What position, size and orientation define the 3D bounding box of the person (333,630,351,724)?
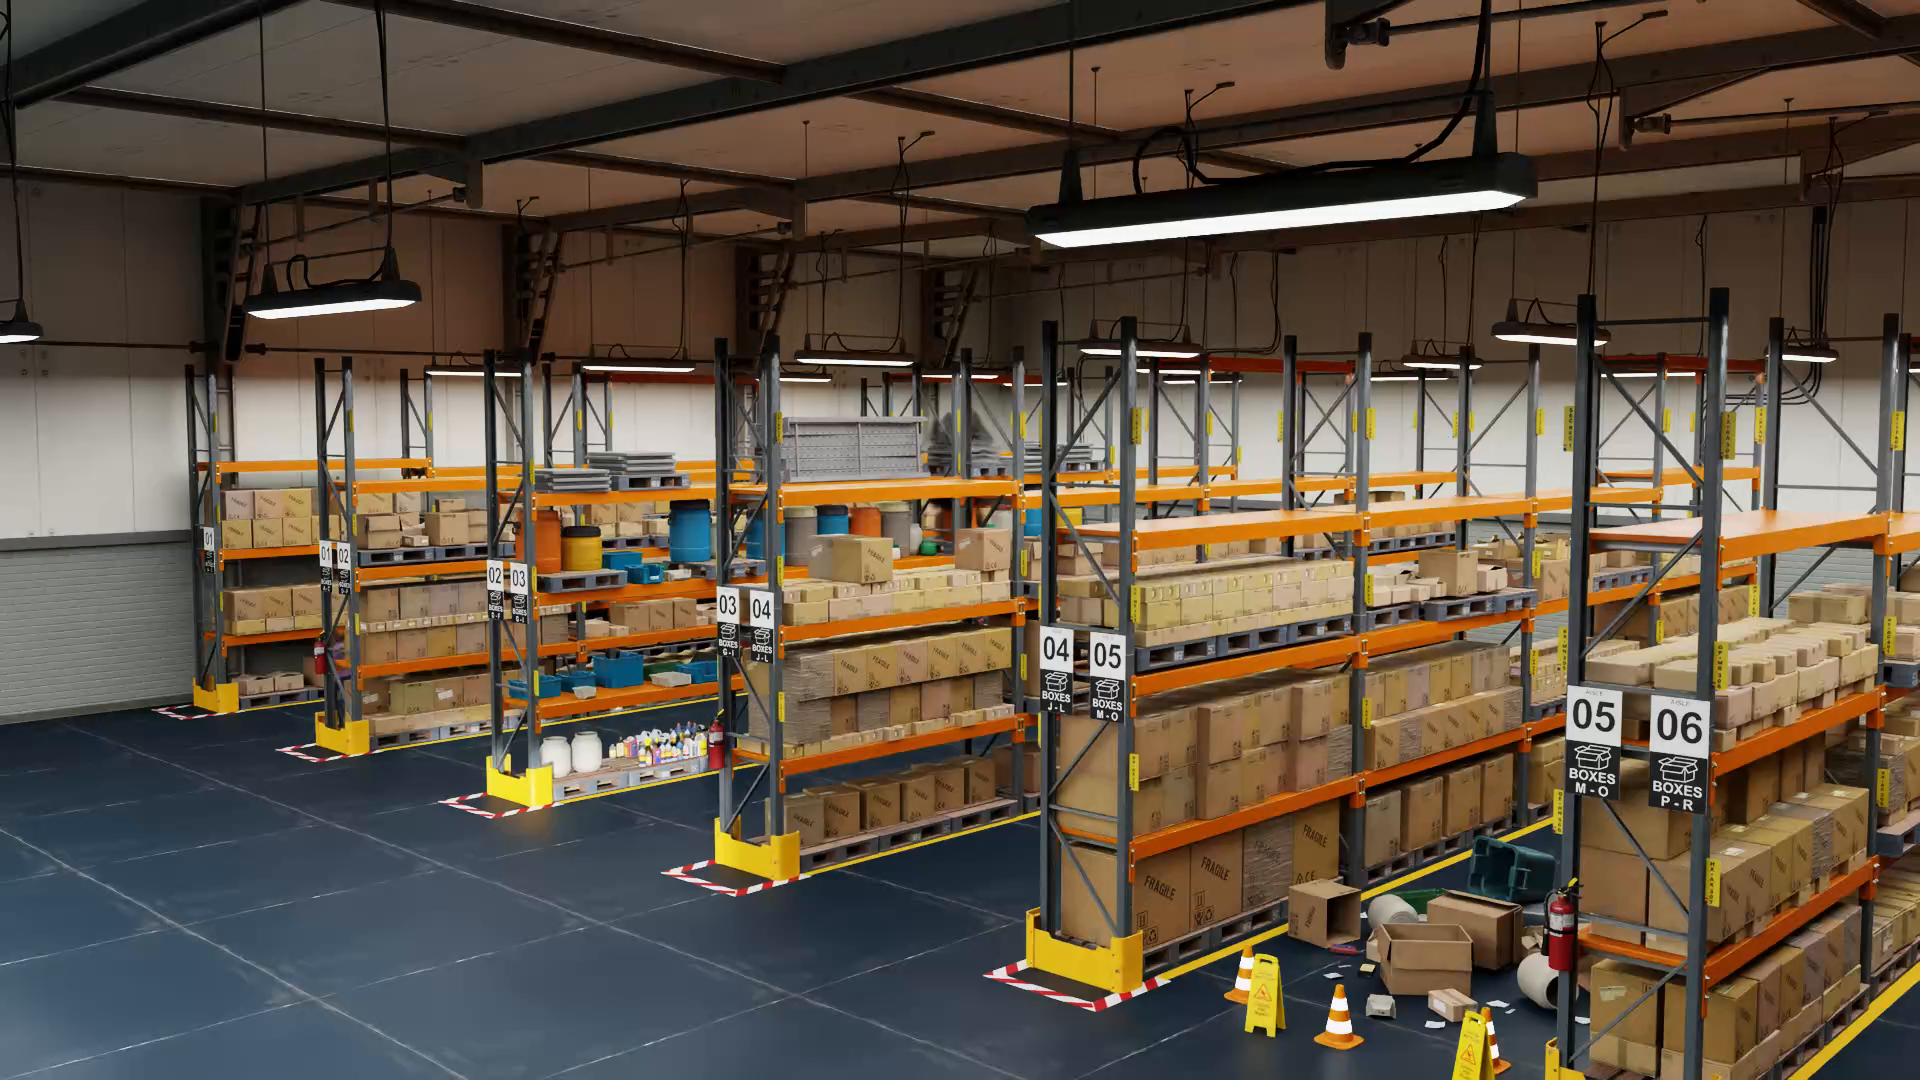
[{"bbox_3d":[-10.282,2.255,27.593,0.544,1.570,0.825,2,5,19],"label":"person"}]
